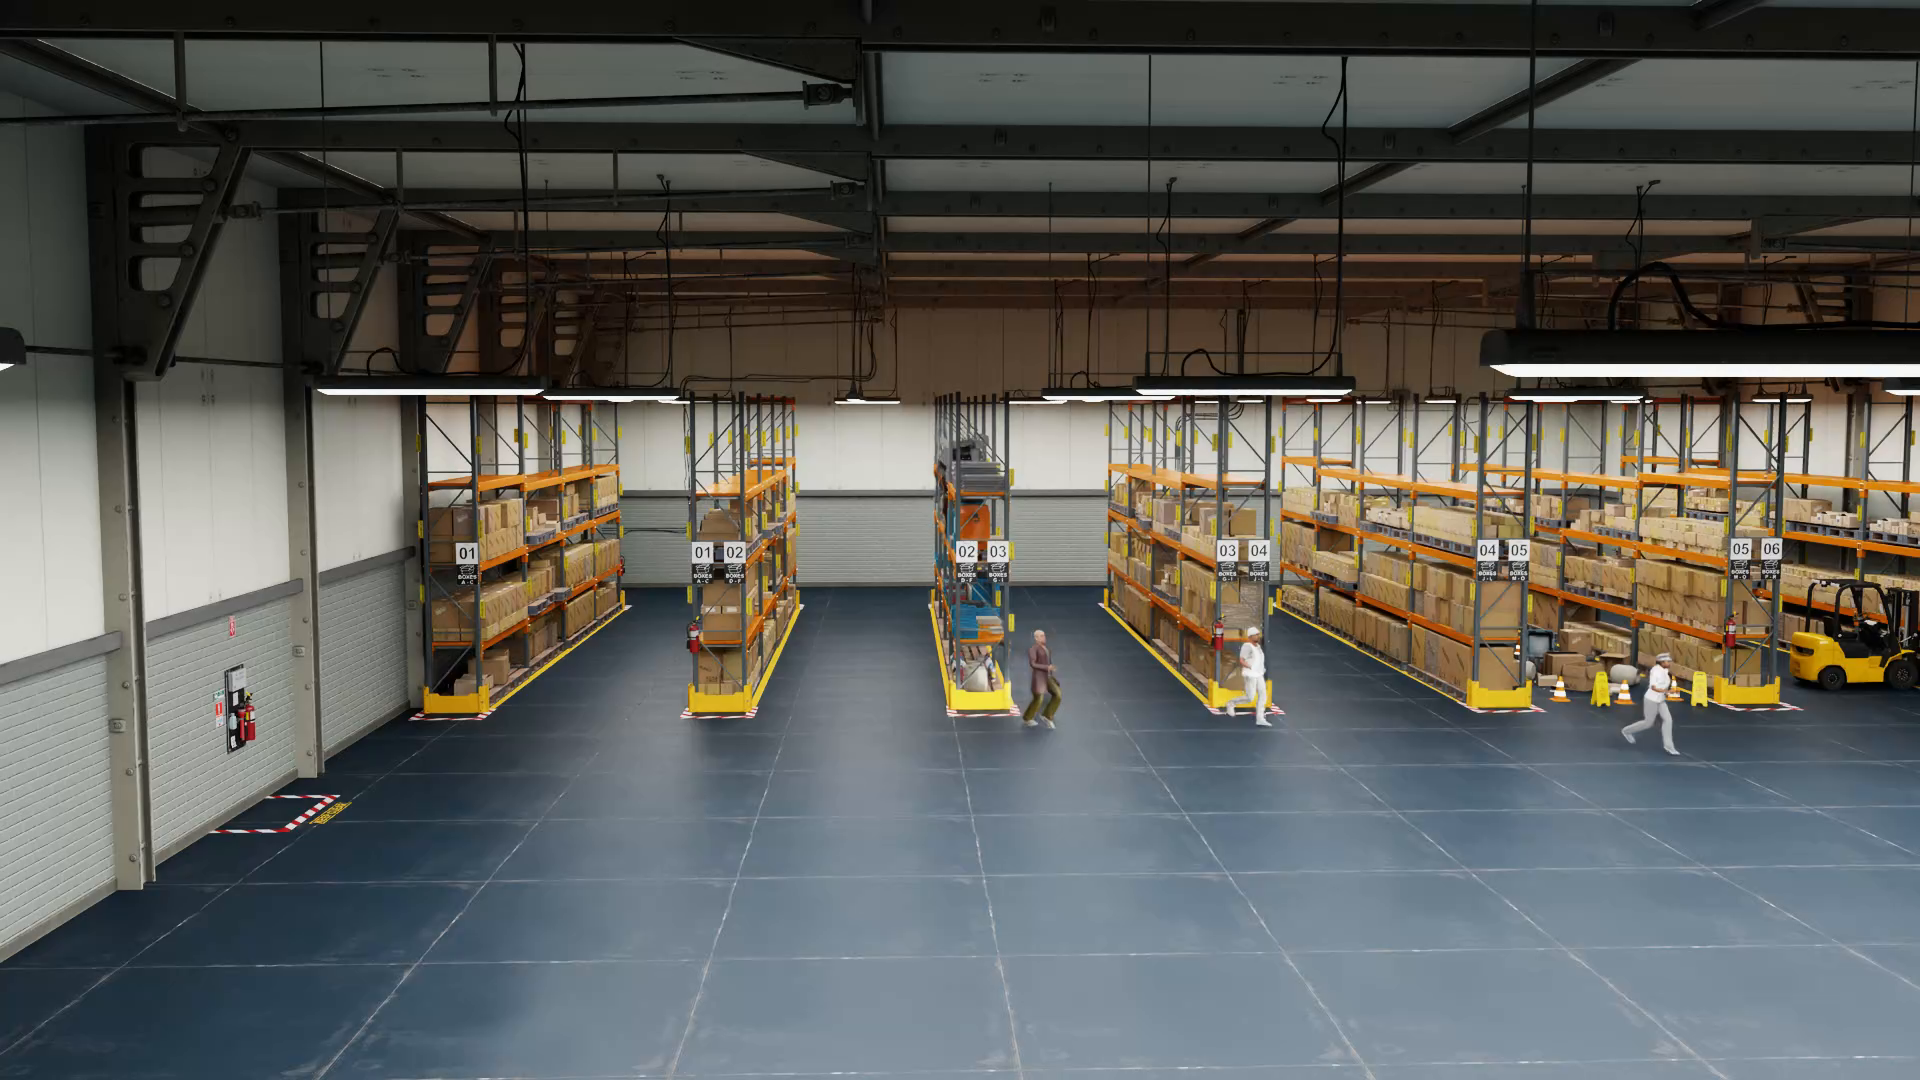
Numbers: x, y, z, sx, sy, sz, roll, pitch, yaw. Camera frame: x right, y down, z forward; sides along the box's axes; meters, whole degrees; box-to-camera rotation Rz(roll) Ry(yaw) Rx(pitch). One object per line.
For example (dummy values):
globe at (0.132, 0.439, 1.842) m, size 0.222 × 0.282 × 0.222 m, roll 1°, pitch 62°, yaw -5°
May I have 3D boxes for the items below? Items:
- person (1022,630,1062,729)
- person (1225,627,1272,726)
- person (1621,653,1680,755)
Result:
person at (1.470, 2.492, 29.596) m, size 0.764 × 1.799 × 0.715 m, roll 3°, pitch 6°, yaw 37°
person at (5.251, 2.447, 30.008) m, size 0.920 × 1.760 × 0.704 m, roll 3°, pitch 6°, yaw 36°
person at (11.516, 2.694, 27.662) m, size 0.948 × 1.702 × 0.610 m, roll 4°, pitch 6°, yaw 38°
